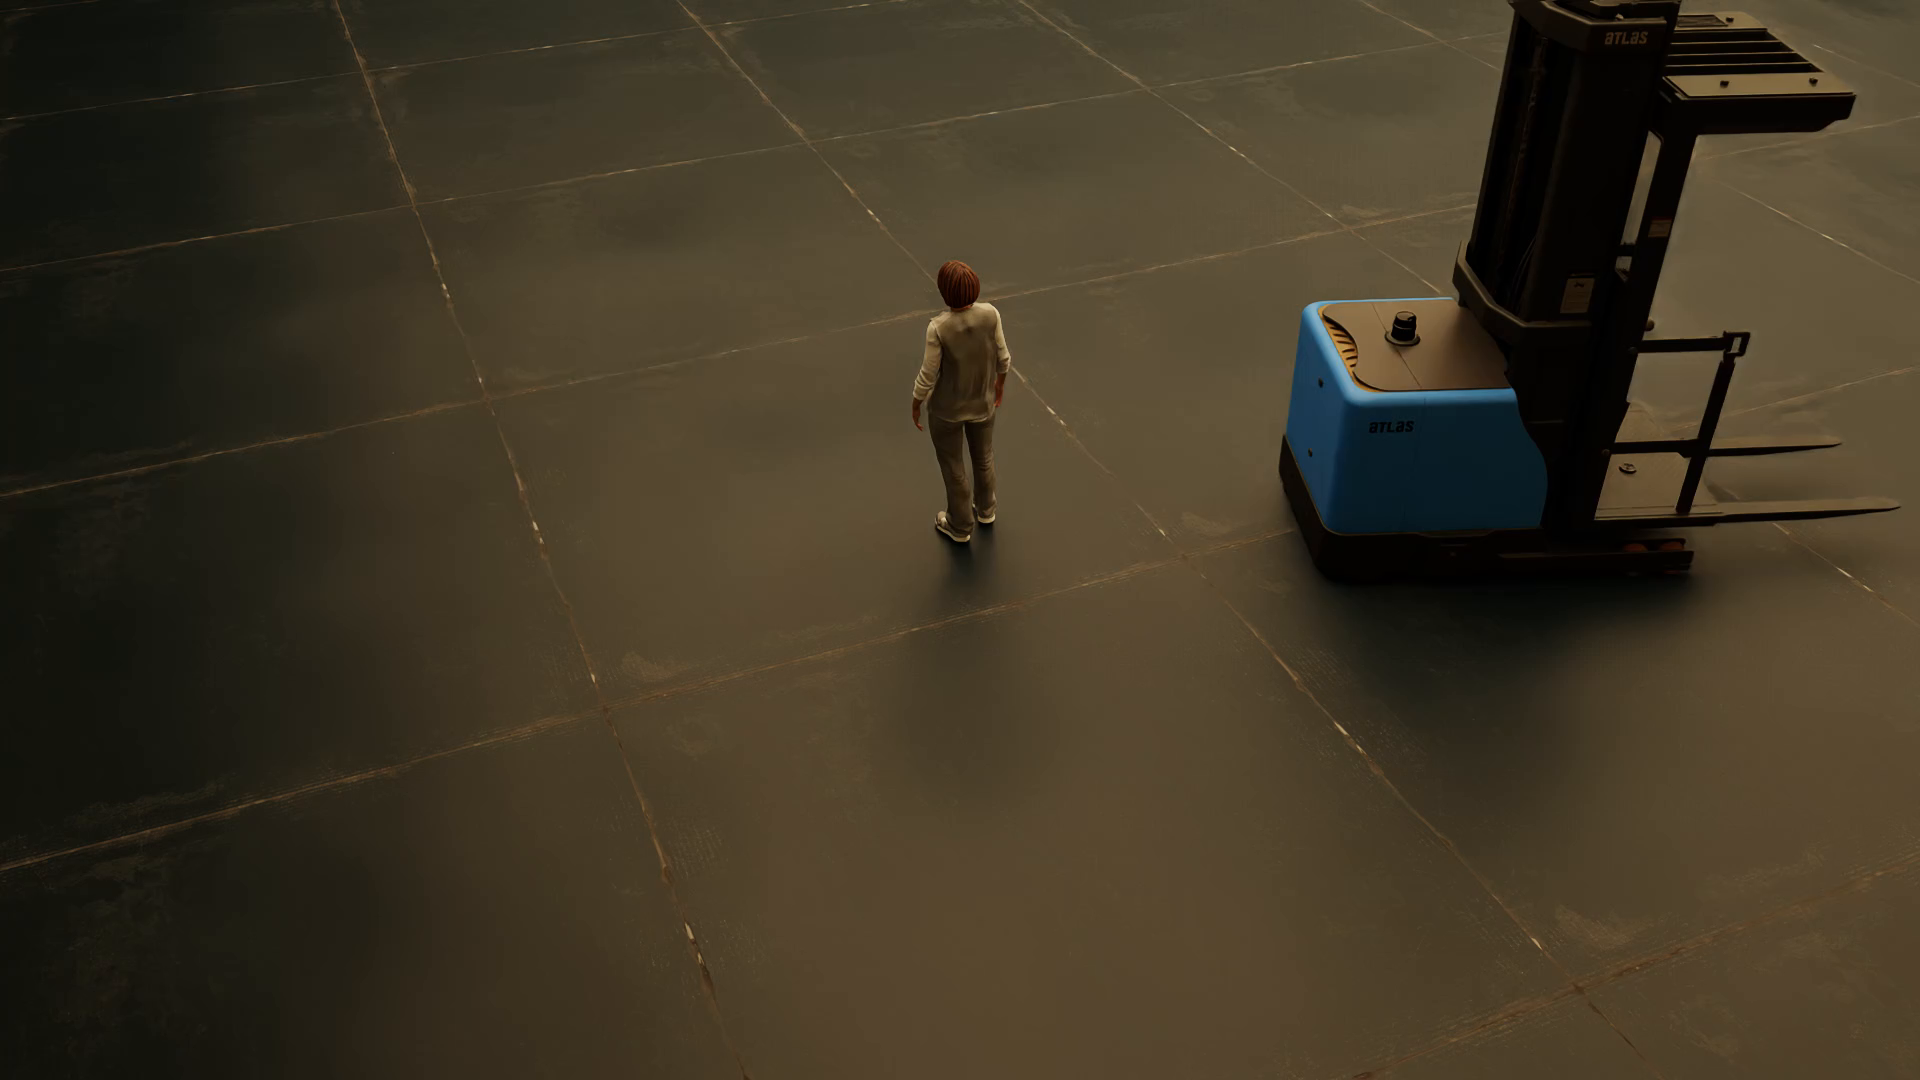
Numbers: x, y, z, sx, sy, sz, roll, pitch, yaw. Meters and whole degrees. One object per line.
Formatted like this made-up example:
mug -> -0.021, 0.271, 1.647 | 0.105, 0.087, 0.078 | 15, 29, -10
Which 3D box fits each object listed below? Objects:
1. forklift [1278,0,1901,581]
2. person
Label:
forklift -> 3.269, -1.318, 7.952 | 3.031, 2.935, 1.130 | -2, 35, -3
person -> -0.015, -0.699, 8.220 | 0.520, 1.597, 0.475 | -14, 38, -19
